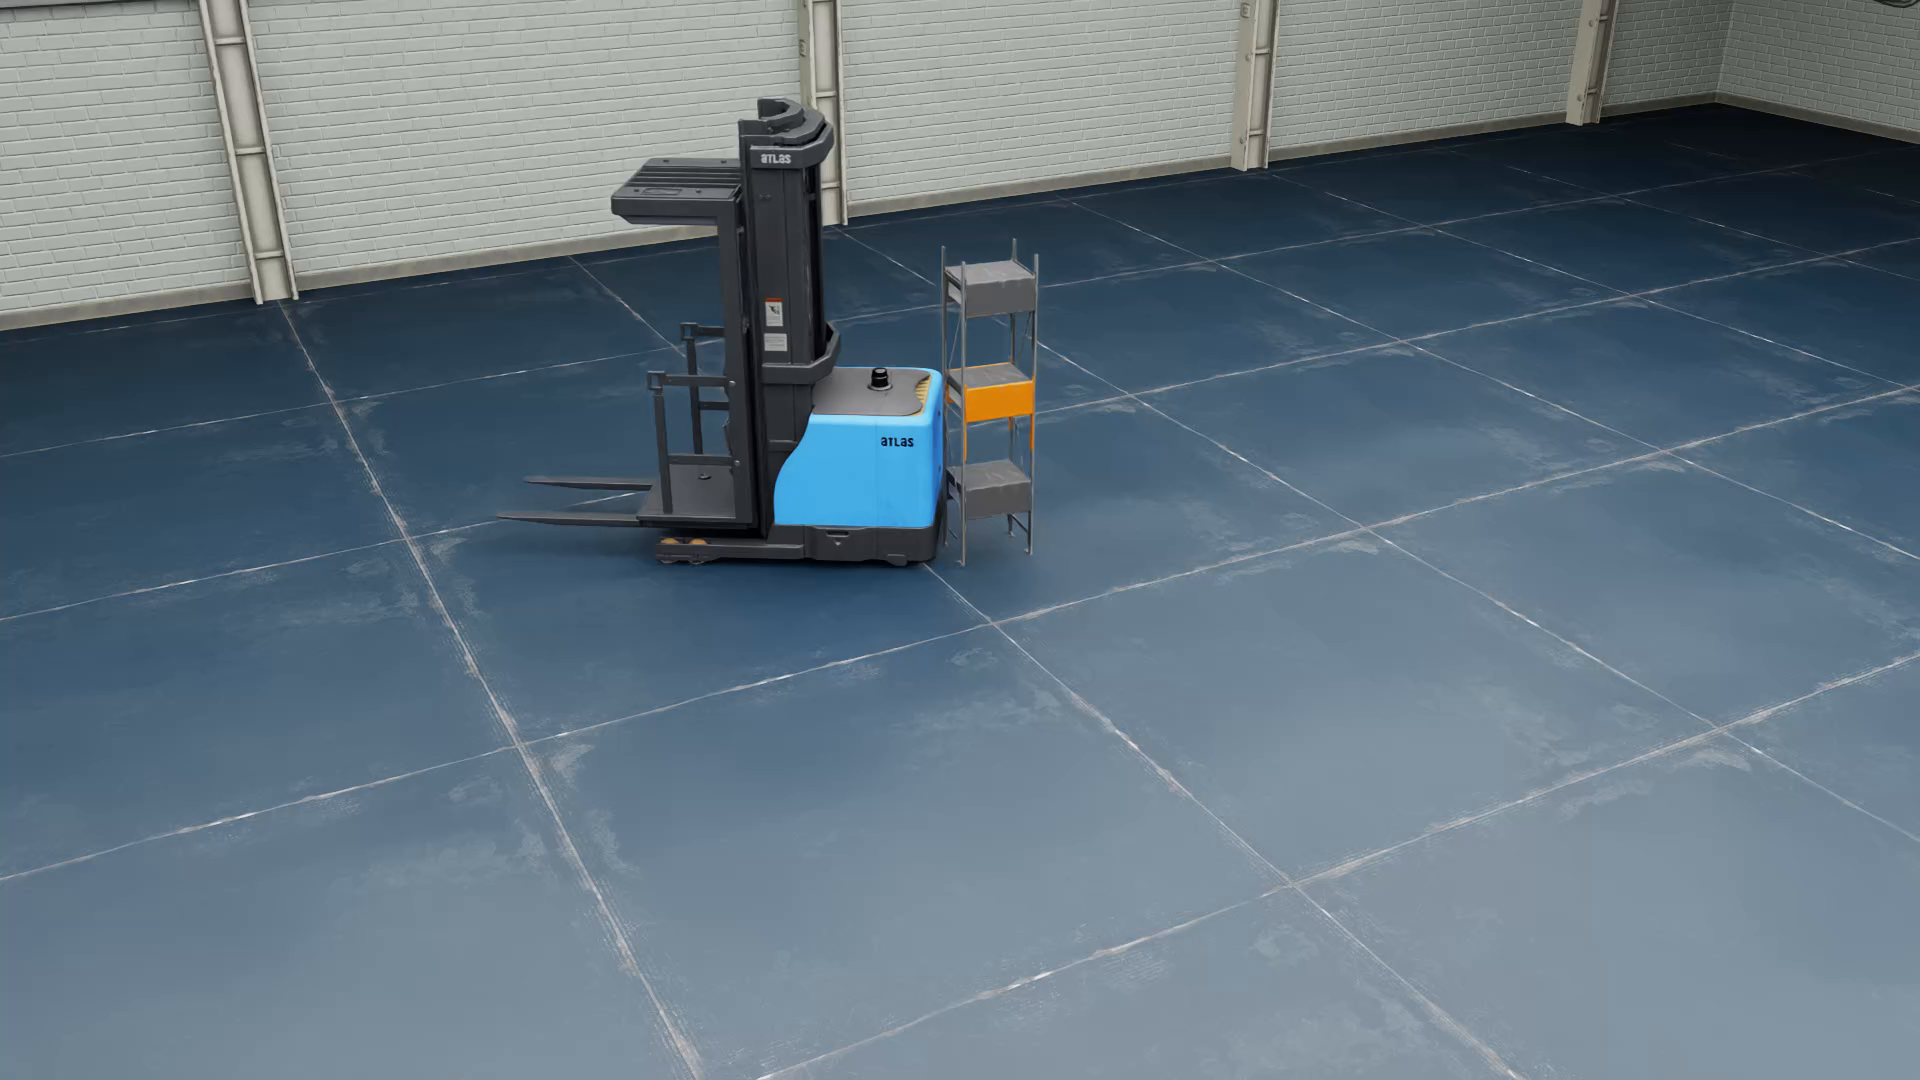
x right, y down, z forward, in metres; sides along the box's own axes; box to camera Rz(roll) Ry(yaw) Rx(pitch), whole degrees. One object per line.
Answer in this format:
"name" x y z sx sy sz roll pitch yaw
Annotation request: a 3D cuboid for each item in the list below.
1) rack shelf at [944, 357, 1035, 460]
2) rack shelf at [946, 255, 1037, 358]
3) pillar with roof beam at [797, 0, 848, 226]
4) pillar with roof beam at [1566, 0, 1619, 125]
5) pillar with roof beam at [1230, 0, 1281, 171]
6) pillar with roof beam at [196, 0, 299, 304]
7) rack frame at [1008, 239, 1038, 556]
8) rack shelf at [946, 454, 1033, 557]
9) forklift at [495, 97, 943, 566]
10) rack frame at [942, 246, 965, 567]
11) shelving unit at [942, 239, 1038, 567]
"rack shelf" 0.187 -0.872 10.973 0.480 0.518 0.431 -9 27 -18
"rack shelf" 0.187 -1.503 10.670 0.480 0.518 0.431 -9 27 -18
"pillar with roof beam" 0.494 -6.055 13.767 0.400 9.000 9.100 -13 29 -25
"pillar with roof beam" 11.082 -8.499 18.857 0.400 9.000 9.100 -13 29 -25
"pillar with roof beam" 5.788 -7.277 16.312 0.400 9.000 9.100 -13 29 -25
"pillar with roof beam" -4.800 -4.833 11.221 0.400 9.000 9.100 -13 29 -25
"rack frame" 0.416 -0.921 11.044 0.015 2.100 0.400 -9 27 -18
"rack shelf" 0.187 -0.241 11.276 0.480 0.518 0.431 -9 27 -18
"forklift" -1.649 -1.383 11.047 3.031 2.935 1.130 2 26 3
"rack frame" -0.042 -0.848 10.891 0.015 2.100 0.400 -9 27 -18
"shelving unit" 0.187 -0.884 10.967 0.503 2.100 0.431 -9 27 -18
